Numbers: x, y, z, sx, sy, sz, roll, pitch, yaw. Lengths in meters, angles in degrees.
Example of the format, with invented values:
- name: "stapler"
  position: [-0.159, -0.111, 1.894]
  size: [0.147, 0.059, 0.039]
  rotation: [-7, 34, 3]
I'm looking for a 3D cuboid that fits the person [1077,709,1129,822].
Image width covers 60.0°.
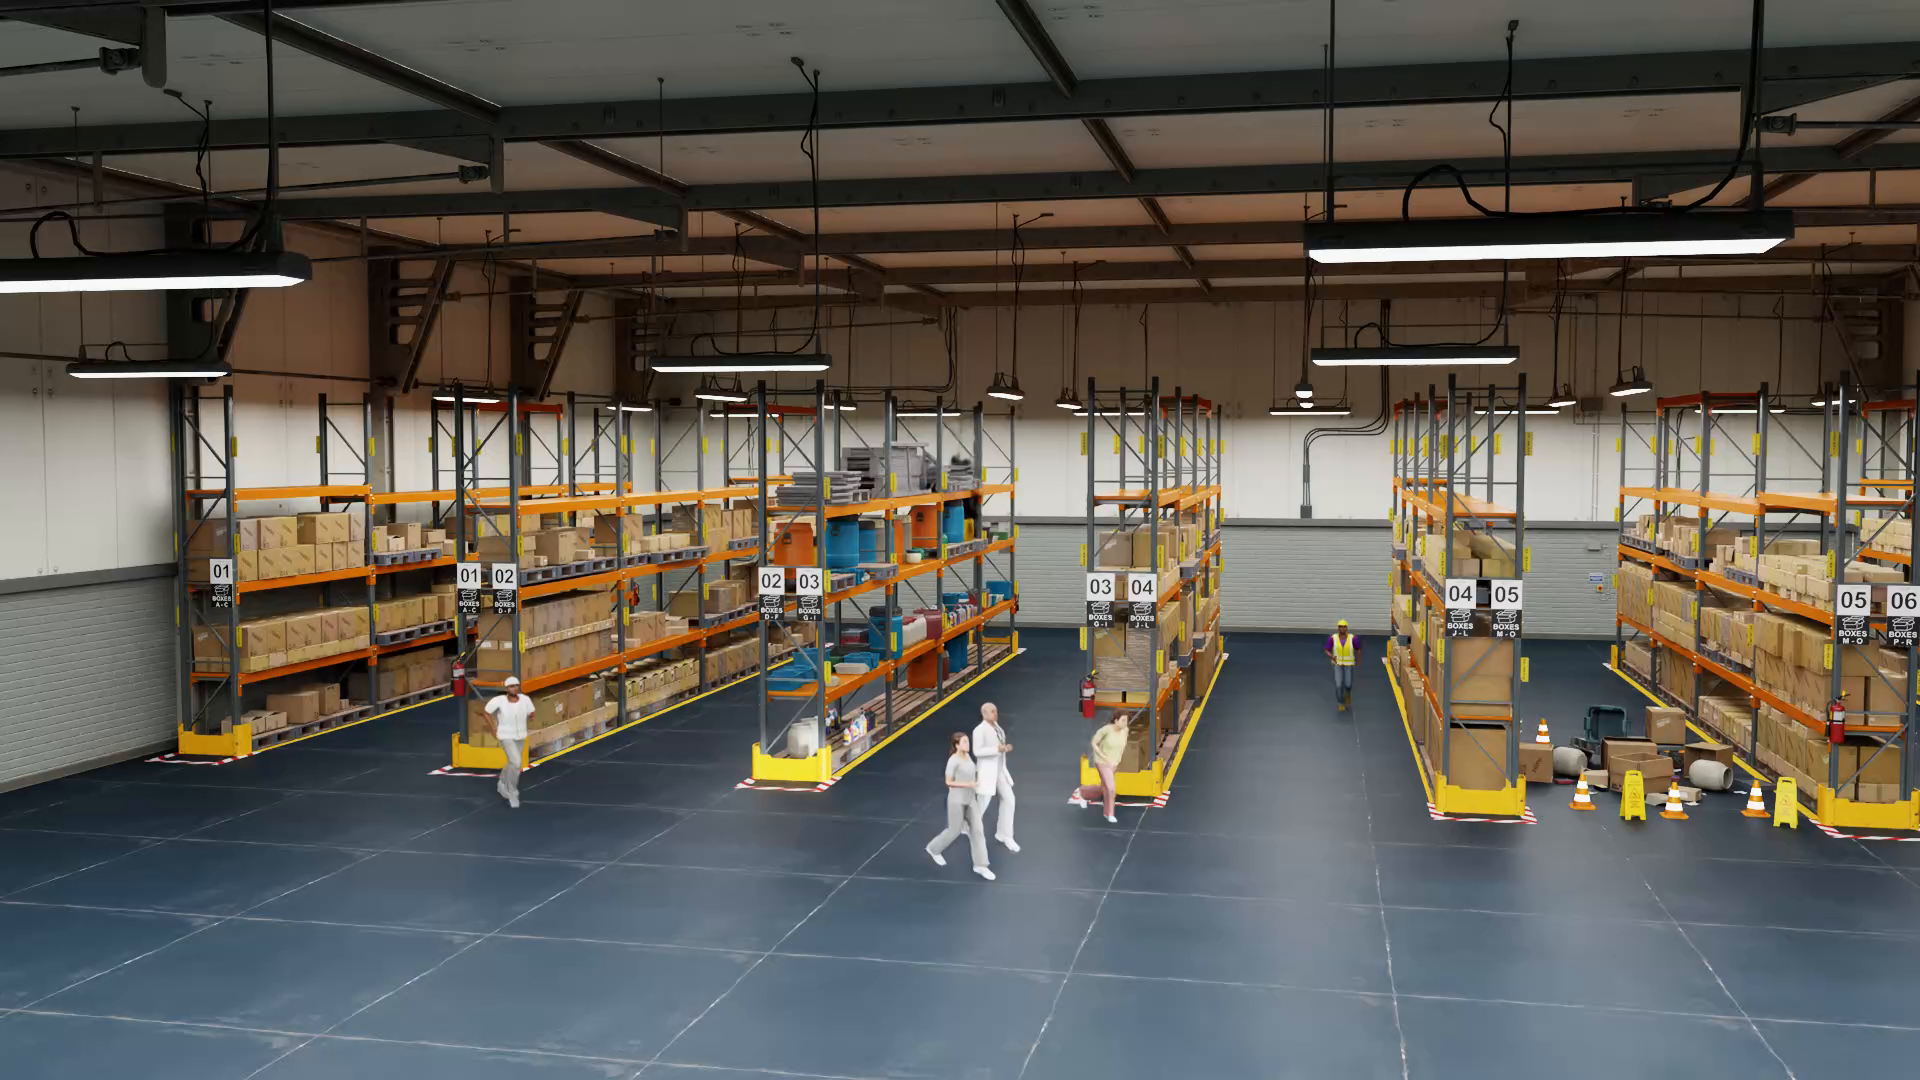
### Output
- name: "person"
  position: [1.934, 3.008, 22.377]
  size: [0.586, 1.558, 0.926]
  rotation: [-2, 4, -34]

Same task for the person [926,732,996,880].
- name: "person"
  position: [0.002, 3.069, 19.397]
  size: [0.956, 1.684, 0.566]
  rotation: [2, 4, 38]

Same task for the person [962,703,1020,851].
- name: "person"
  position: [0.358, 2.944, 20.771]
  size: [0.842, 1.841, 0.692]
  rotation: [3, 4, 40]

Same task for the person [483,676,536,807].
- name: "person"
  position: [-6.285, 2.825, 23.410]
  size: [0.771, 1.835, 0.661]
  rotation: [3, 4, 44]

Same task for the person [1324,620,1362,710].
- name: "person"
  position: [7.267, 2.377, 31.548]
  size: [0.698, 1.723, 0.579]
  rotation: [1, 3, 13]
